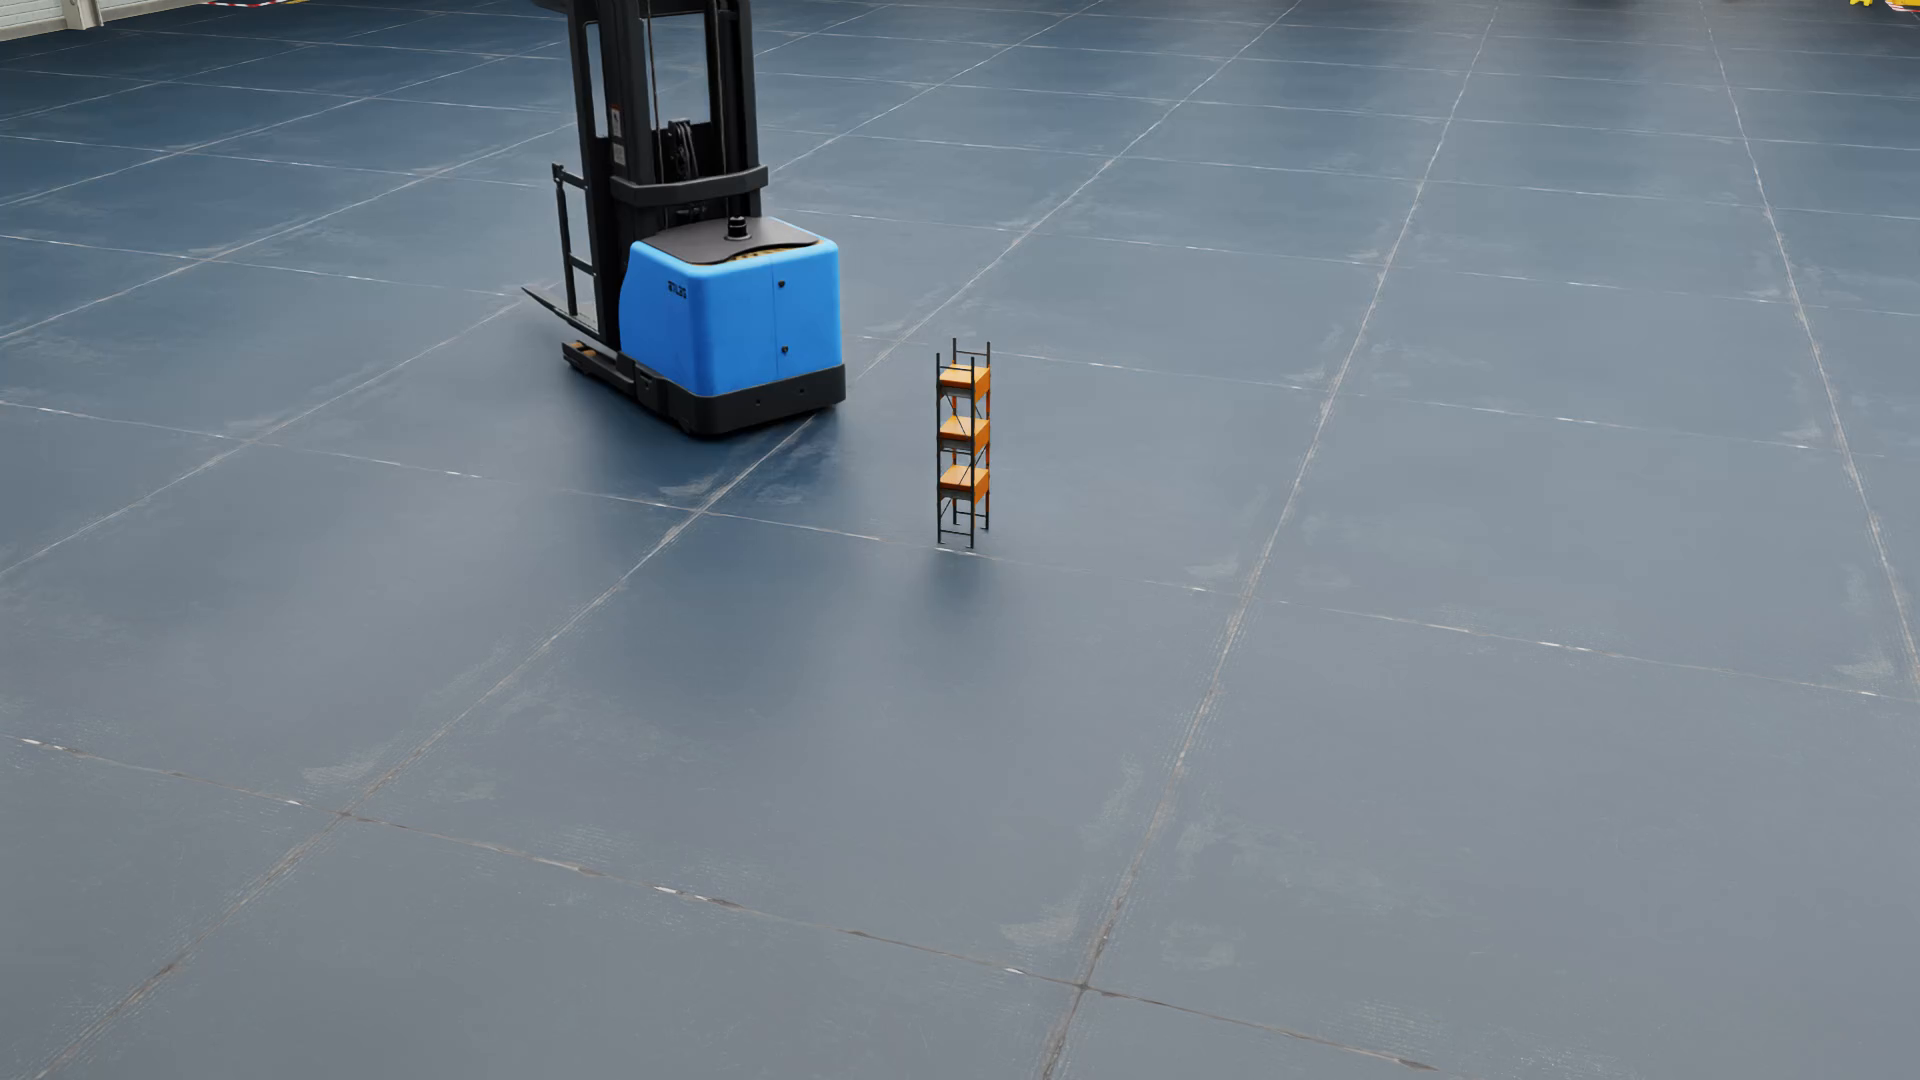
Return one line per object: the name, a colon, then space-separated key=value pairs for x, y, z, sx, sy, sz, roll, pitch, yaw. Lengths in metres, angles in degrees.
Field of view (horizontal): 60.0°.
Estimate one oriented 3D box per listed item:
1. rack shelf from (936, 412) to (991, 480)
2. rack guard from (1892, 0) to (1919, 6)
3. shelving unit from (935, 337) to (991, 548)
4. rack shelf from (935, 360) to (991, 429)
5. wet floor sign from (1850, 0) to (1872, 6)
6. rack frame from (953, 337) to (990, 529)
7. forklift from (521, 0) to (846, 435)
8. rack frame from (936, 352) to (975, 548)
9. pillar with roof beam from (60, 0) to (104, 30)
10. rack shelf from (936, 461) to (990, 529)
rack shelf: x=0.018 y=-0.485 z=8.571 sx=0.215 sy=0.259 sz=0.240 roll=9 pitch=27 yaw=17
rack guard: x=15.281 y=-8.616 z=25.972 sx=1.175 sy=0.500 sz=0.348 roll=9 pitch=27 yaw=17
shelving unit: x=0.018 y=-0.495 z=8.567 sx=0.215 sy=1.050 sz=0.252 roll=9 pitch=27 yaw=17
rack shelf: x=0.018 y=-0.740 z=8.448 sx=0.215 sy=0.259 sz=0.240 roll=9 pitch=27 yaw=17
wet floor sign: x=14.184 y=-8.727 z=26.035 sx=0.267 sy=0.644 sz=0.232 roll=20 pitch=32 yaw=35
rack frame: x=0.058 y=-0.545 z=8.670 sx=0.200 sy=1.050 sz=0.008 roll=9 pitch=27 yaw=17
forklift: x=-2.003 y=-2.524 z=10.599 sx=1.130 sy=2.935 sz=3.031 roll=-18 pitch=31 yaw=-33
rack frame: x=-0.023 y=-0.444 z=8.463 sx=0.200 sy=1.050 sz=0.008 roll=9 pitch=27 yaw=17
pillar with roof beam: x=-8.619 y=-10.860 z=20.853 sx=9.100 sy=9.000 sz=0.400 roll=9 pitch=27 yaw=17
rack shelf: x=0.018 y=-0.235 z=8.692 sx=0.215 sy=0.259 sz=0.240 roll=9 pitch=27 yaw=17
